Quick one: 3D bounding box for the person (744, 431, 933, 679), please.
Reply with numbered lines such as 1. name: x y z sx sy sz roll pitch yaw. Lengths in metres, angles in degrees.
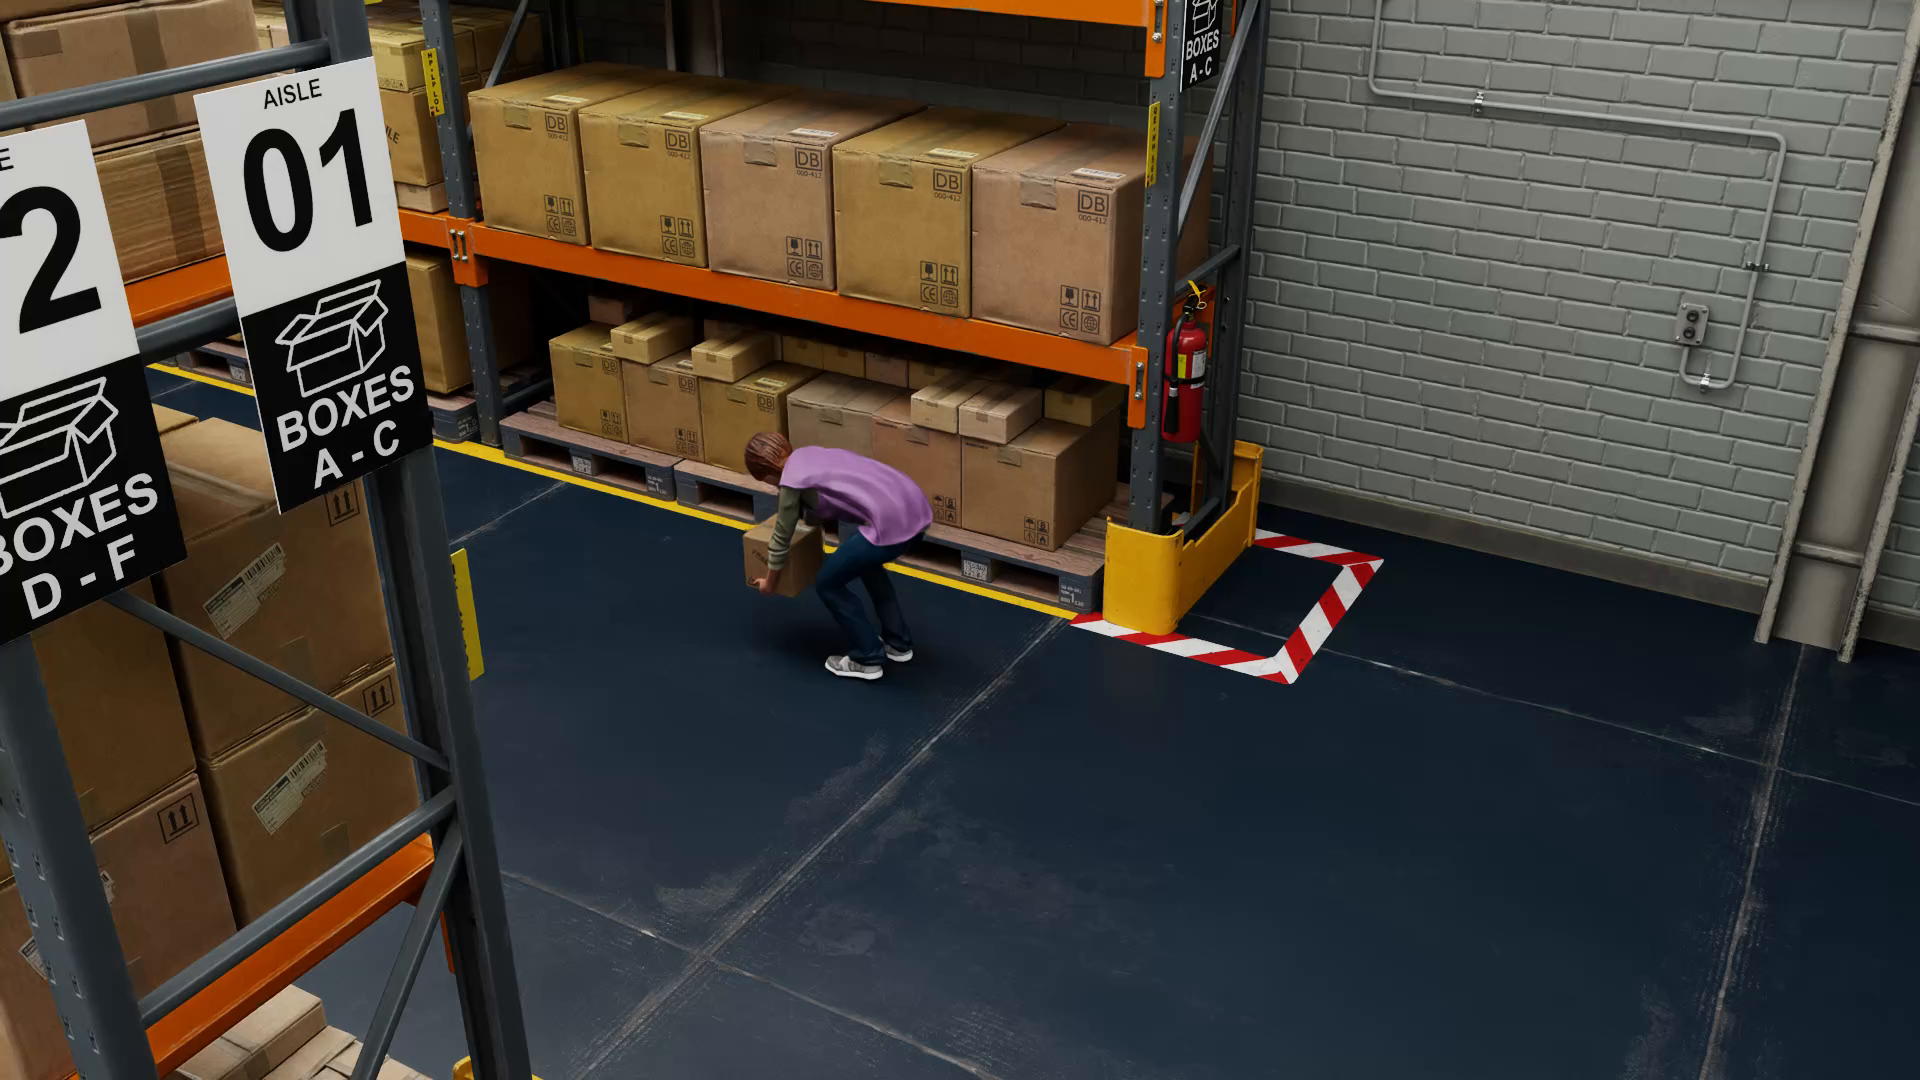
1. person: -0.527 0.069 7.133 0.857 1.018 0.376 13 30 24
